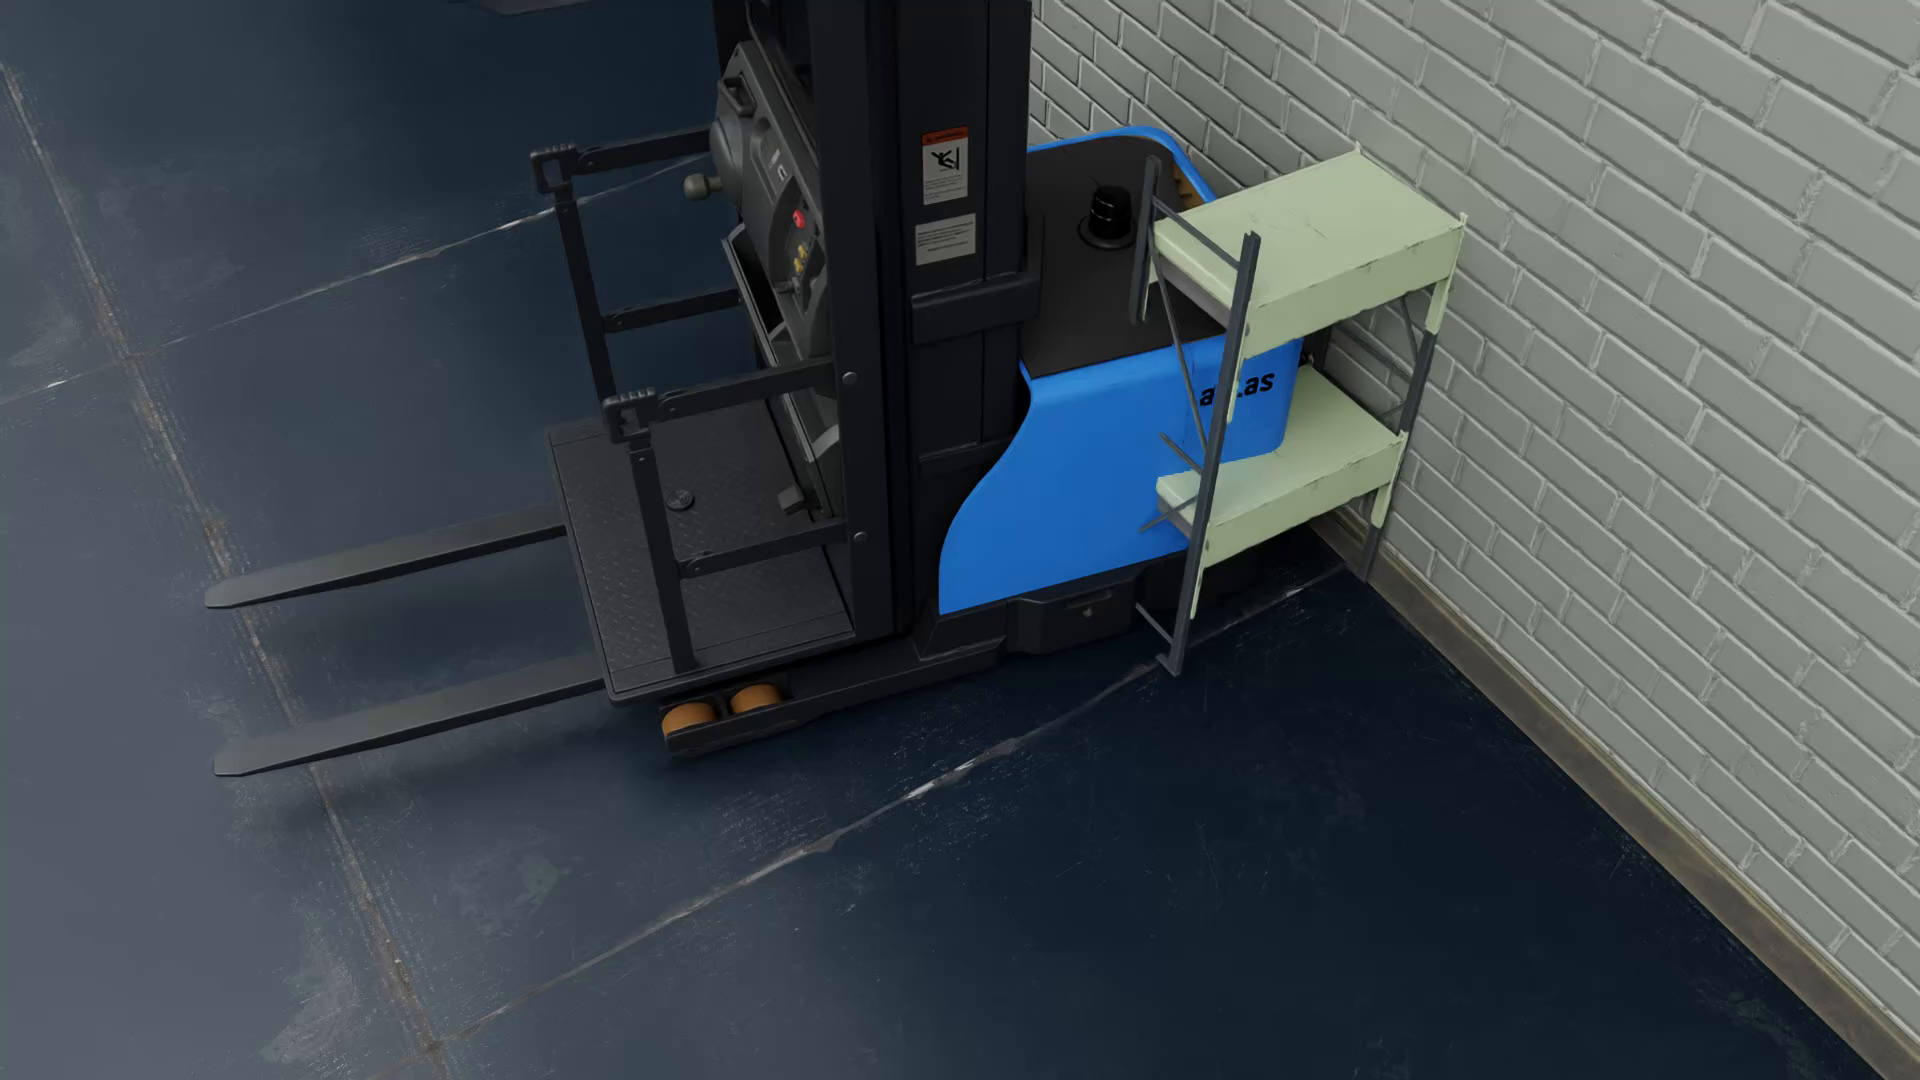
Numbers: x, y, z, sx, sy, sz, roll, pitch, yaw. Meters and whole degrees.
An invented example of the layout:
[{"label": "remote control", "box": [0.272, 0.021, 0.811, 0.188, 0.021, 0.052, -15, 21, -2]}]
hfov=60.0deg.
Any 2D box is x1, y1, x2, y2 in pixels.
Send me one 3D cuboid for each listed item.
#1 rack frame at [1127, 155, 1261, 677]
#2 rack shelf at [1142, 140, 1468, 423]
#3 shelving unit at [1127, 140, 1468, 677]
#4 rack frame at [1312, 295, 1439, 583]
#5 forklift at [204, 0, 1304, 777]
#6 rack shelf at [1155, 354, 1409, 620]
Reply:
[{"label": "rack frame", "box": [0.540, -0.263, 4.382, 0.023, 1.500, 0.400, -23, 50, -24]}, {"label": "rack shelf", "box": [0.860, -0.673, 4.255, 0.720, 0.370, 0.431, -23, 50, -24]}, {"label": "shelving unit", "box": [0.848, -0.395, 4.529, 0.755, 1.500, 0.431, -23, 50, -24]}, {"label": "rack frame", "box": [1.156, -0.527, 4.676, 0.023, 1.500, 0.400, -23, 50, -24]}, {"label": "forklift", "box": [-0.650, -0.807, 4.006, 3.031, 2.935, 1.130, -14, 50, -13]}, {"label": "rack shelf", "box": [0.839, -0.163, 4.757, 0.720, 0.370, 0.431, -23, 50, -24]}]
